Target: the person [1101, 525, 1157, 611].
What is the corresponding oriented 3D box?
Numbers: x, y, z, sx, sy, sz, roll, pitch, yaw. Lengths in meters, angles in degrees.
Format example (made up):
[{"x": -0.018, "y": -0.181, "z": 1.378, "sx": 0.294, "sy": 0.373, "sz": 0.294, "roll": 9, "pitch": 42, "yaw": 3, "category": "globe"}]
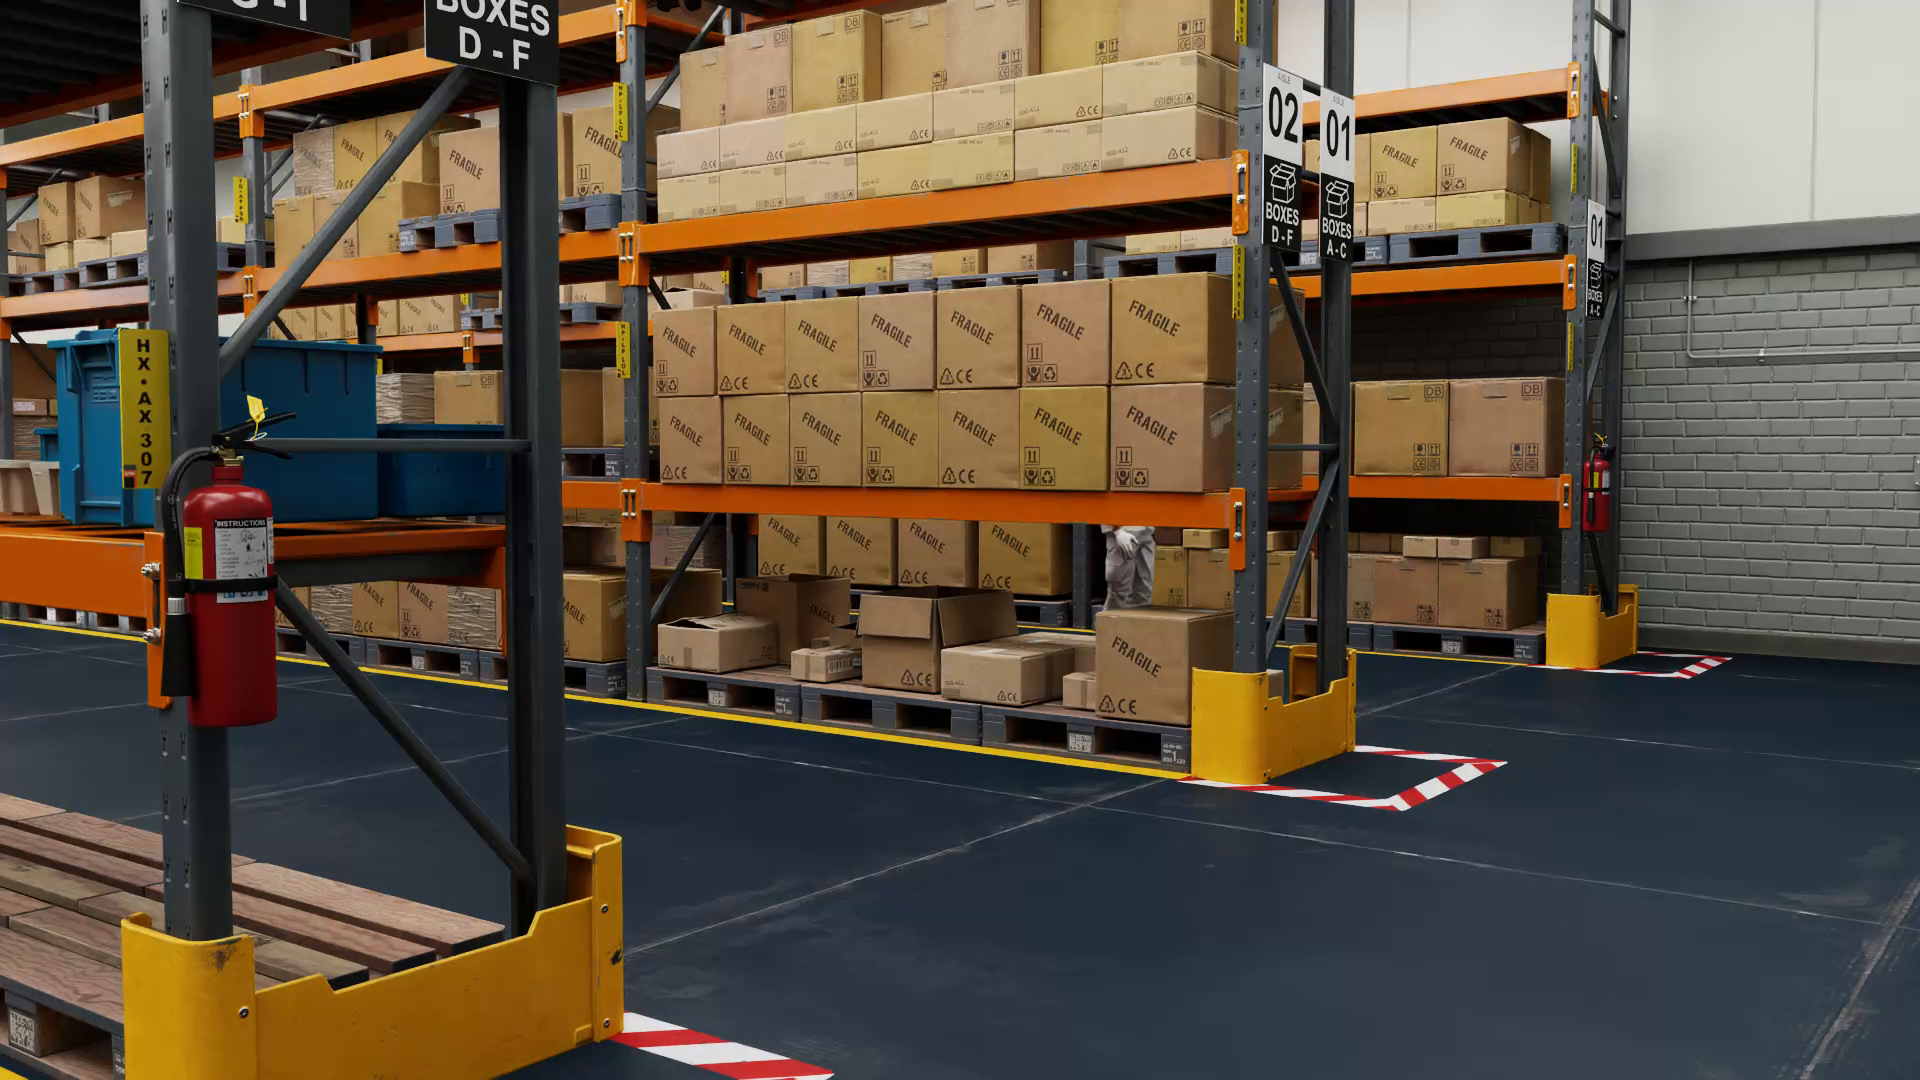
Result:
[{"x": 1.190, "y": -0.016, "z": 11.386, "sx": 0.419, "sy": 1.798, "sz": 0.545, "roll": 2, "pitch": 4, "yaw": 37, "category": "person"}]
